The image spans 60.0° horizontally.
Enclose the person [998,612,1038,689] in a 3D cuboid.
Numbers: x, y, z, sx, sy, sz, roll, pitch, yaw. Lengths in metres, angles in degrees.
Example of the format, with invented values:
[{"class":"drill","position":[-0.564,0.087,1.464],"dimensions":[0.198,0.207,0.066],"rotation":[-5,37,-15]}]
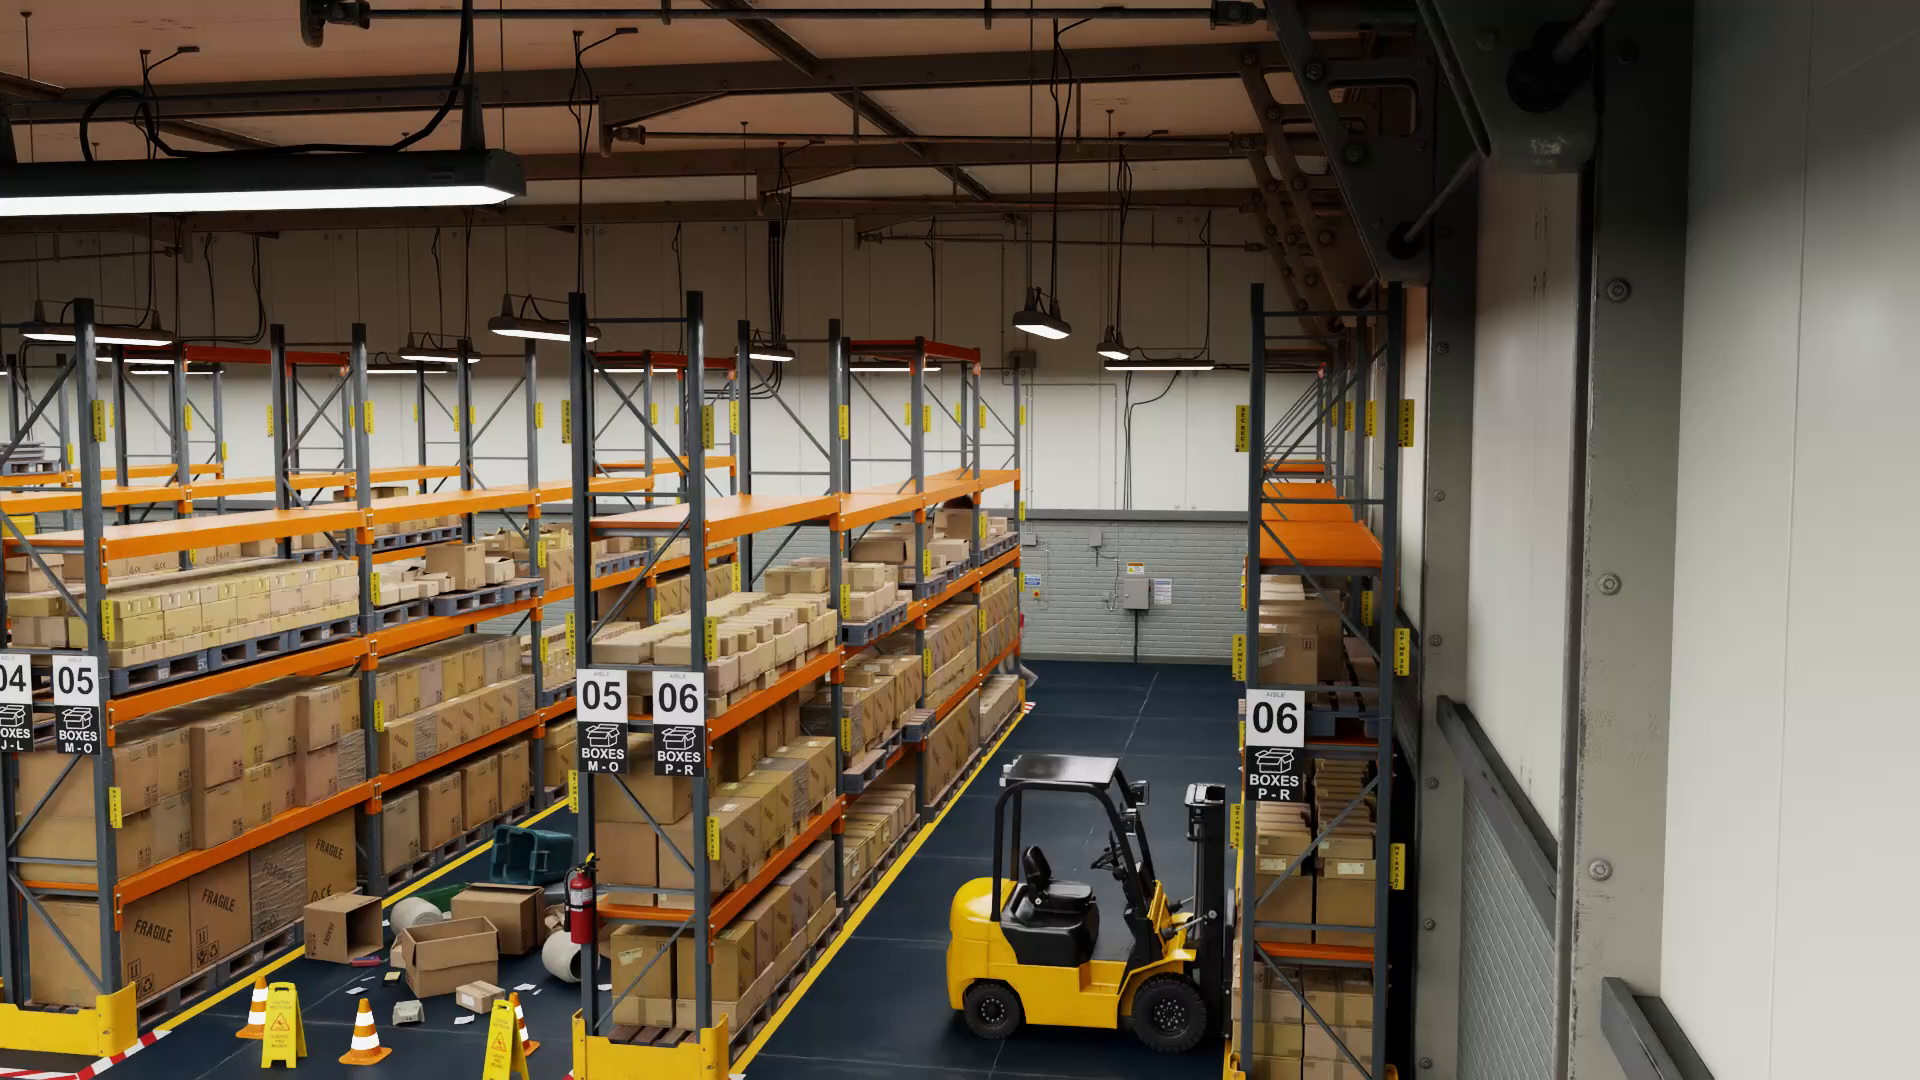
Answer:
[{"class":"person","position":[0.990,1.880,30.226],"dimensions":[0.876,1.674,0.579],"rotation":[0,5,4]}]
